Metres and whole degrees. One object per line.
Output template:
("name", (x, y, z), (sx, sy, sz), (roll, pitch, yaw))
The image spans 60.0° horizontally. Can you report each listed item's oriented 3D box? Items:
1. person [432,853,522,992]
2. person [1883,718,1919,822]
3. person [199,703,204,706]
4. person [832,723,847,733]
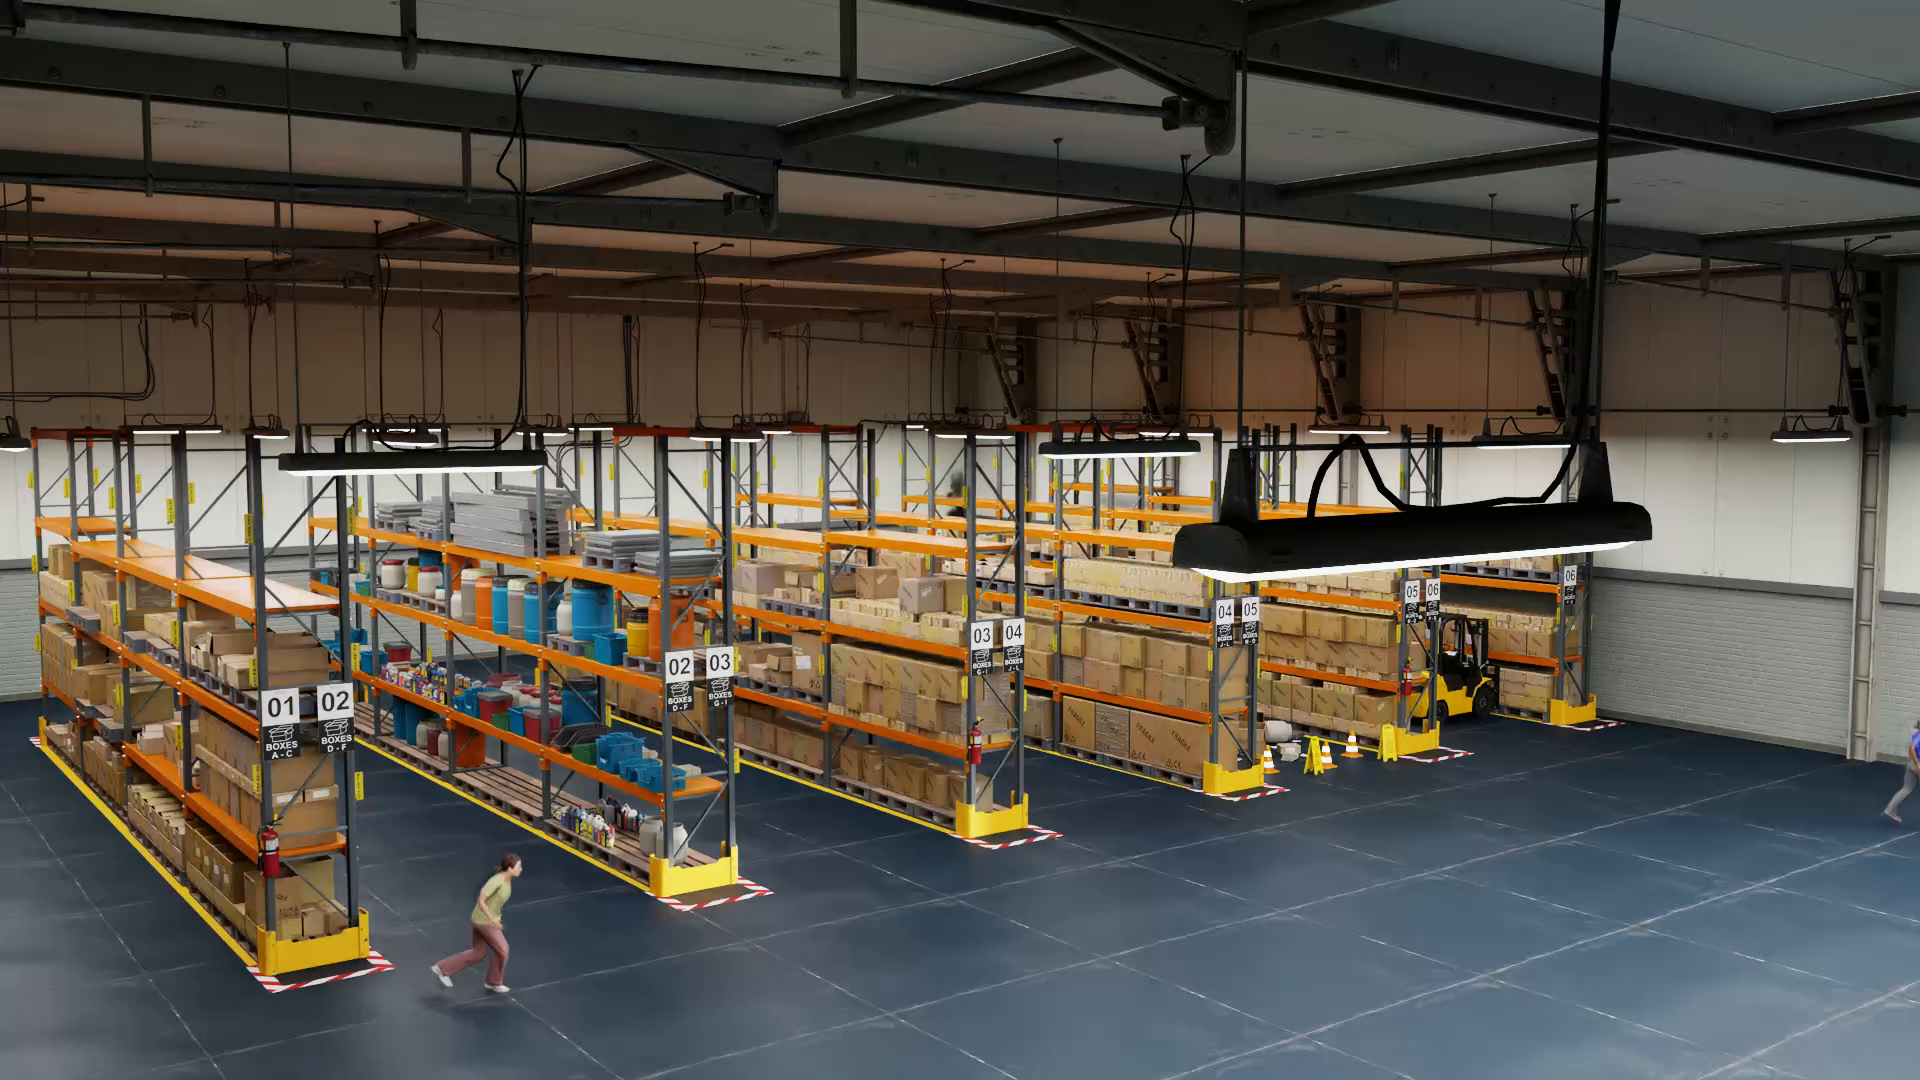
("person", (-5.240, 4.173, 18.061), (0.975, 1.552, 0.576), (0, 4, -3))
("person", (14.494, 3.518, 25.177), (0.863, 1.704, 0.547), (0, 5, 6))
("person", (-13.951, 3.098, 30.968), (0.597, 1.648, 0.602), (4, 6, 43))
("person", (-2.272, 2.987, 31.907), (0.737, 1.756, 0.579), (4, 6, 45))
